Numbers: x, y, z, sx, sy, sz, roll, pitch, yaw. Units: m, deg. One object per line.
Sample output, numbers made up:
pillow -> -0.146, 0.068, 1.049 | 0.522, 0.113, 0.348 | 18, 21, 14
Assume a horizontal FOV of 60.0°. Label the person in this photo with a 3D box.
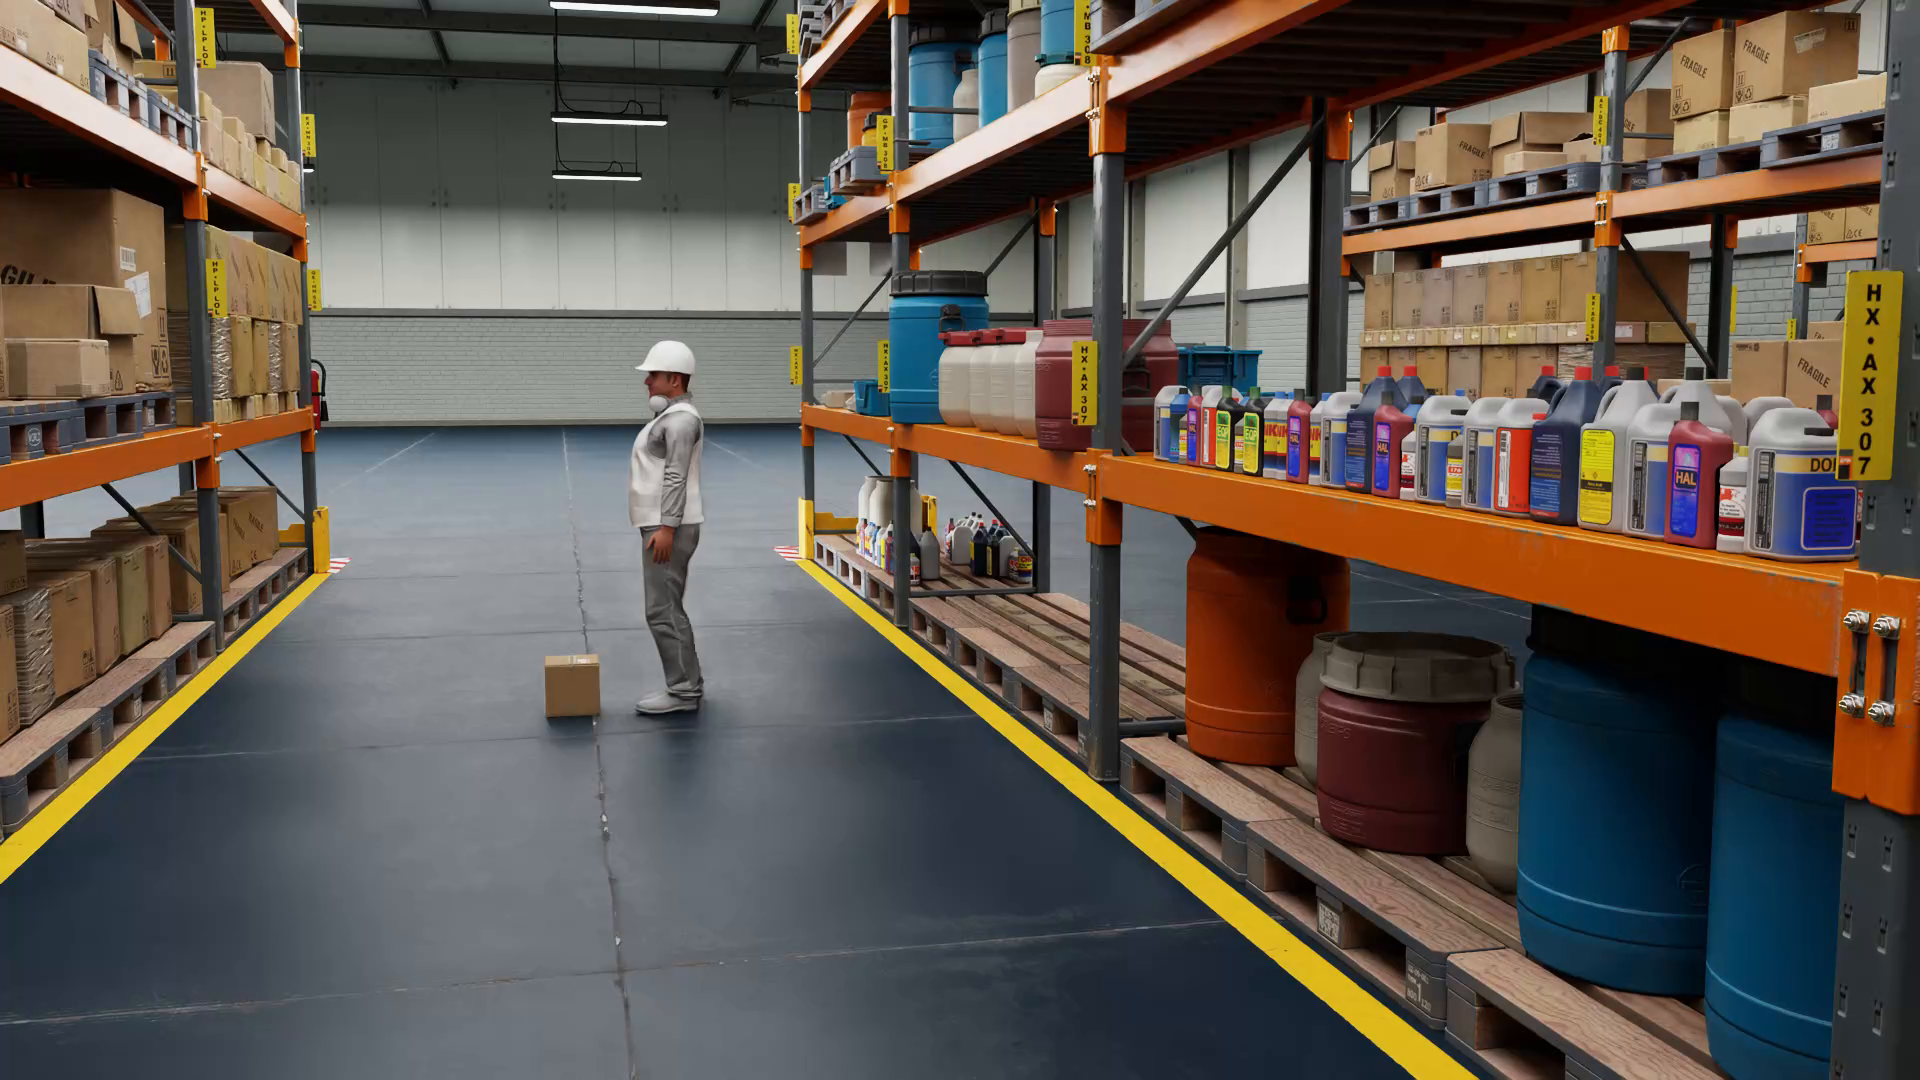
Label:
person -> -1.403, -0.056, 7.969 | 0.360, 1.786, 0.532 | -1, 6, -12
